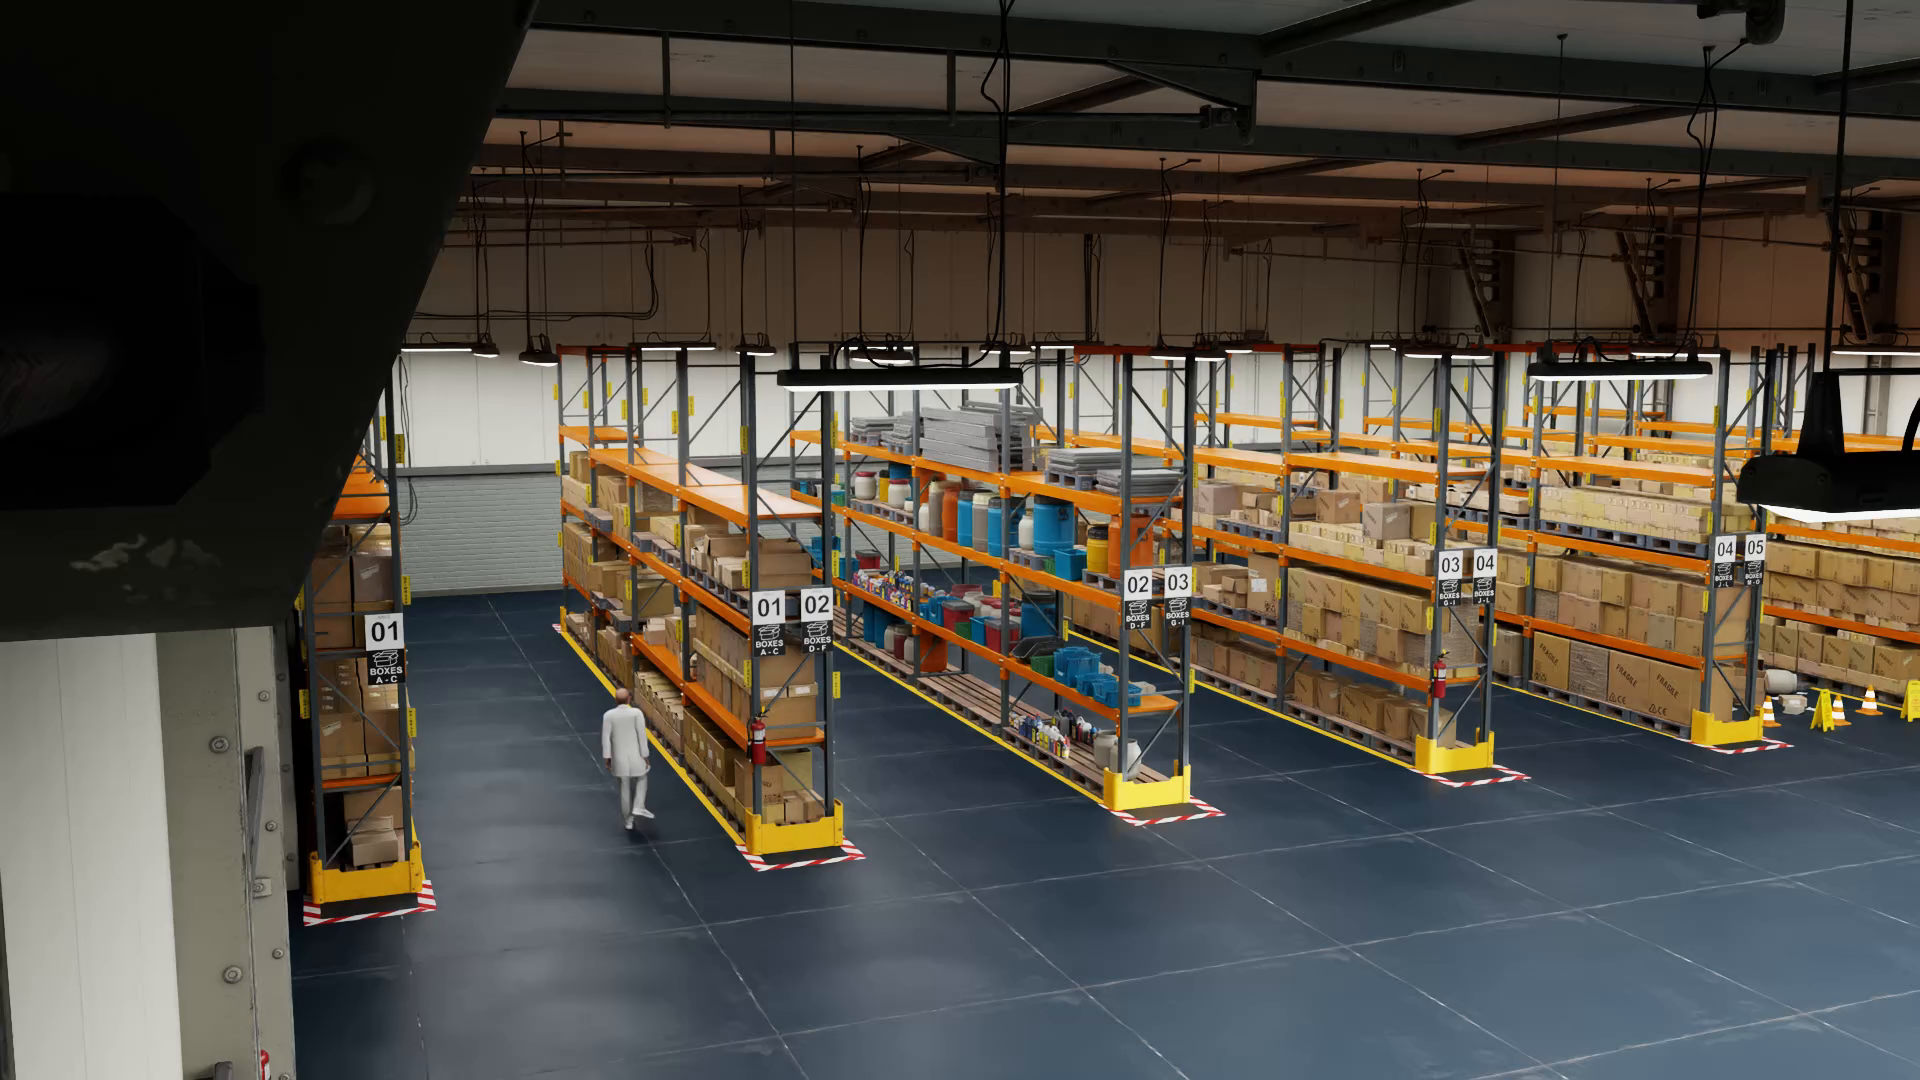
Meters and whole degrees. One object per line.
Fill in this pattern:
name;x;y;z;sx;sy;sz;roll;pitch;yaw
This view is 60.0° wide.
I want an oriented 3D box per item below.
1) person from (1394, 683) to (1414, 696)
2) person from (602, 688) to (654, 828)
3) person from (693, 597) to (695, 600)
person;7.359;2.020;27.672;0.539;1.642;0.602;-1;7;-11
person;-4.226;2.770;21.141;0.628;1.770;0.572;-1;7;-11
person;-6.275;0.539;38.703;0.455;1.788;0.557;-2;8;-19
